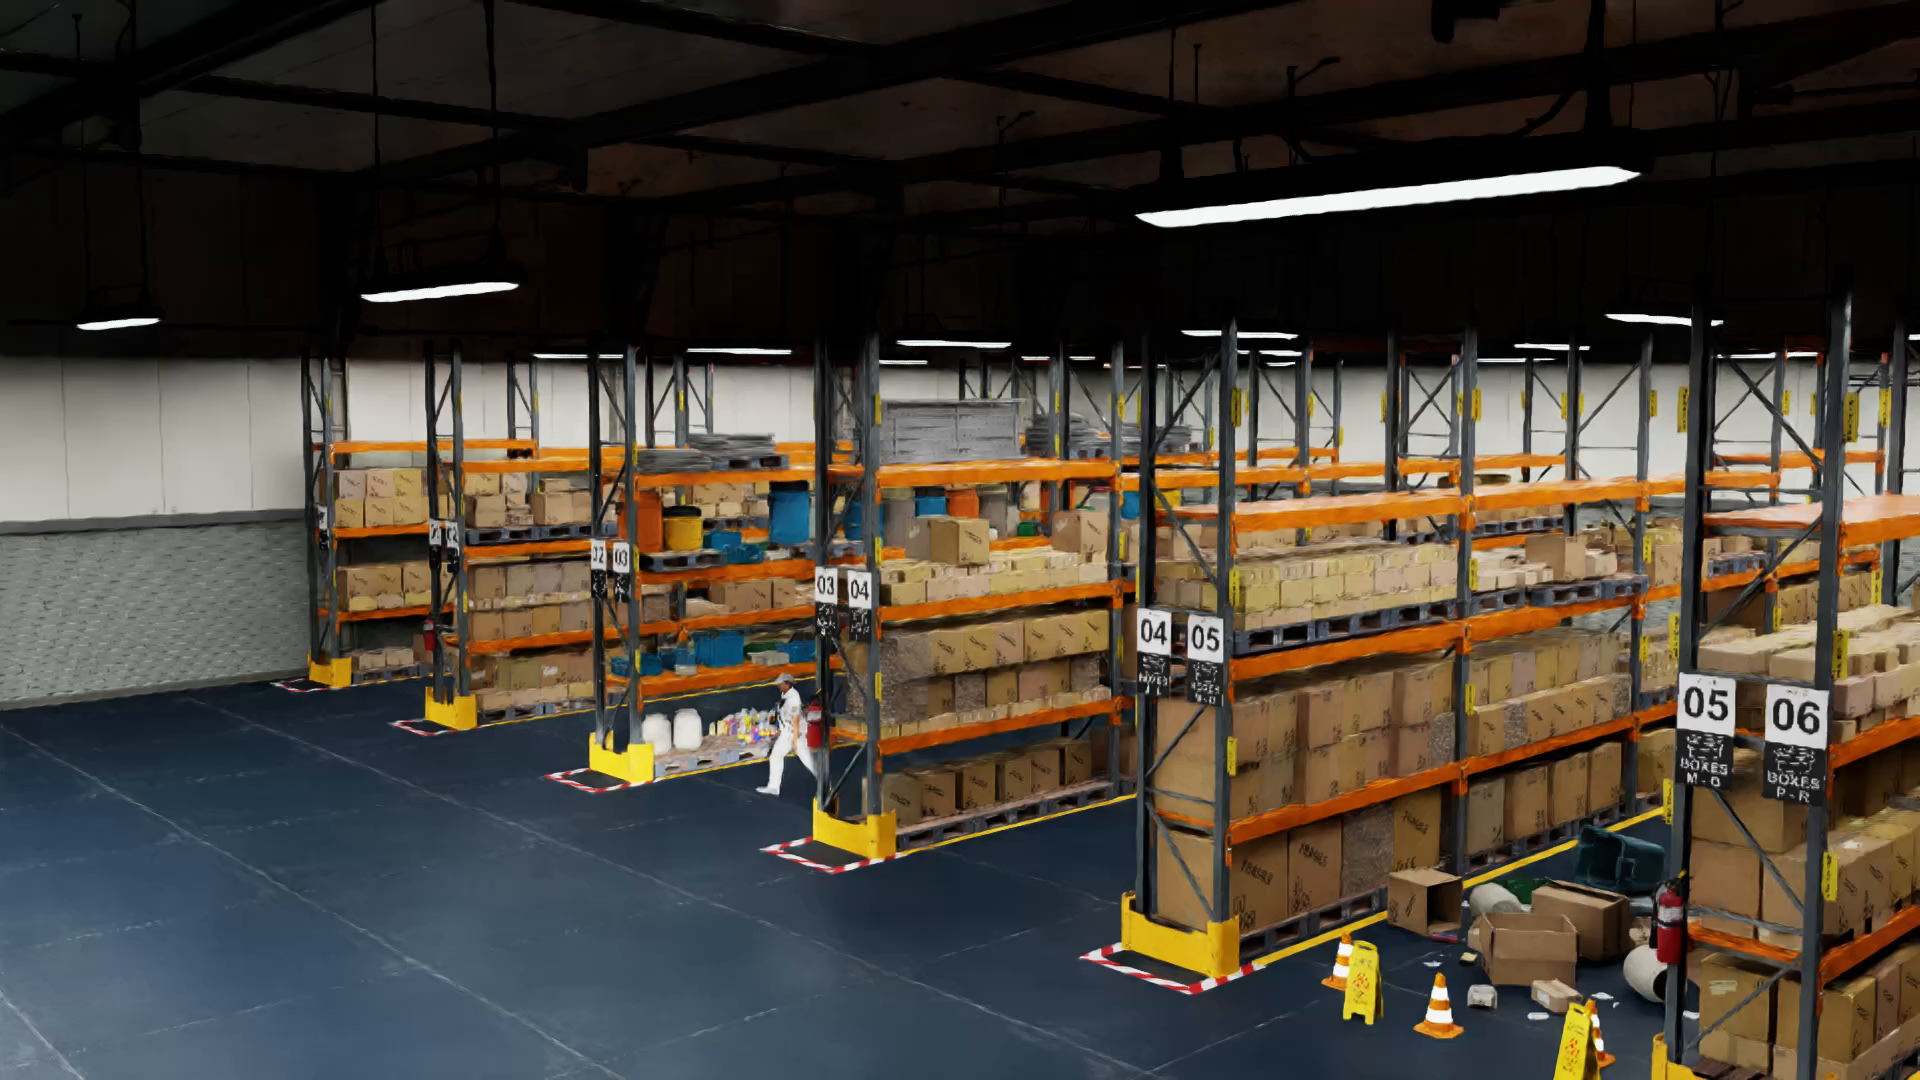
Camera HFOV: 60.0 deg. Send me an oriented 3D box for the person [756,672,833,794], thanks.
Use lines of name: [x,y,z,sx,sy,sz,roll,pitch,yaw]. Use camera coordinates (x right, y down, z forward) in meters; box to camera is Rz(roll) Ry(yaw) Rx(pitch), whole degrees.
person: [-2.122,2.488,21.361,0.946,1.605,0.519,-2,5,-20]
